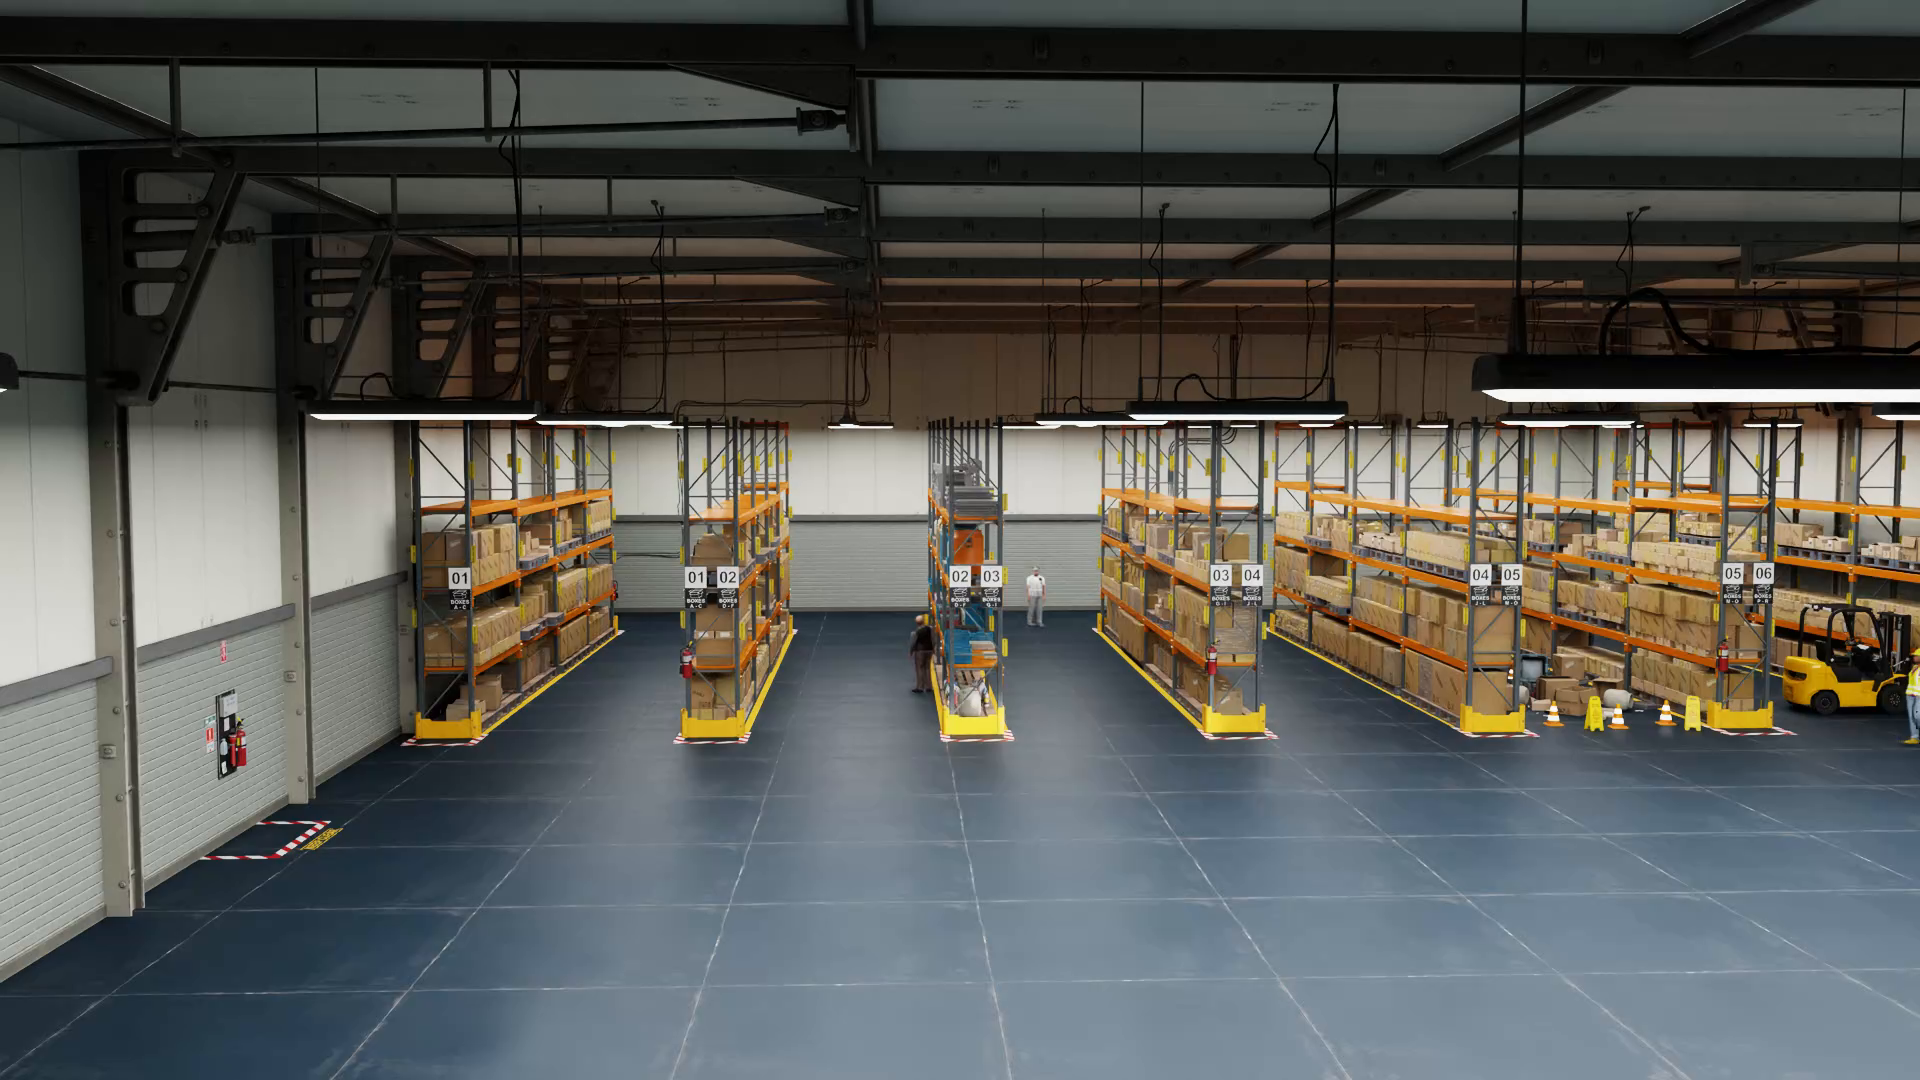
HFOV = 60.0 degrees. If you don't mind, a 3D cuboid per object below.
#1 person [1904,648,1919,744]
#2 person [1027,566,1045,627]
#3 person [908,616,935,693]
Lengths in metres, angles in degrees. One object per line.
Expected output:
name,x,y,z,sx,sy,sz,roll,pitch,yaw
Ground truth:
person,17.453,2.858,30.264,0.478,1.781,0.600,-2,4,-26
person,2.255,1.658,49.009,0.557,1.786,0.518,-2,4,-28
person,-0.822,2.495,36.466,0.668,1.710,0.454,-3,5,-37
